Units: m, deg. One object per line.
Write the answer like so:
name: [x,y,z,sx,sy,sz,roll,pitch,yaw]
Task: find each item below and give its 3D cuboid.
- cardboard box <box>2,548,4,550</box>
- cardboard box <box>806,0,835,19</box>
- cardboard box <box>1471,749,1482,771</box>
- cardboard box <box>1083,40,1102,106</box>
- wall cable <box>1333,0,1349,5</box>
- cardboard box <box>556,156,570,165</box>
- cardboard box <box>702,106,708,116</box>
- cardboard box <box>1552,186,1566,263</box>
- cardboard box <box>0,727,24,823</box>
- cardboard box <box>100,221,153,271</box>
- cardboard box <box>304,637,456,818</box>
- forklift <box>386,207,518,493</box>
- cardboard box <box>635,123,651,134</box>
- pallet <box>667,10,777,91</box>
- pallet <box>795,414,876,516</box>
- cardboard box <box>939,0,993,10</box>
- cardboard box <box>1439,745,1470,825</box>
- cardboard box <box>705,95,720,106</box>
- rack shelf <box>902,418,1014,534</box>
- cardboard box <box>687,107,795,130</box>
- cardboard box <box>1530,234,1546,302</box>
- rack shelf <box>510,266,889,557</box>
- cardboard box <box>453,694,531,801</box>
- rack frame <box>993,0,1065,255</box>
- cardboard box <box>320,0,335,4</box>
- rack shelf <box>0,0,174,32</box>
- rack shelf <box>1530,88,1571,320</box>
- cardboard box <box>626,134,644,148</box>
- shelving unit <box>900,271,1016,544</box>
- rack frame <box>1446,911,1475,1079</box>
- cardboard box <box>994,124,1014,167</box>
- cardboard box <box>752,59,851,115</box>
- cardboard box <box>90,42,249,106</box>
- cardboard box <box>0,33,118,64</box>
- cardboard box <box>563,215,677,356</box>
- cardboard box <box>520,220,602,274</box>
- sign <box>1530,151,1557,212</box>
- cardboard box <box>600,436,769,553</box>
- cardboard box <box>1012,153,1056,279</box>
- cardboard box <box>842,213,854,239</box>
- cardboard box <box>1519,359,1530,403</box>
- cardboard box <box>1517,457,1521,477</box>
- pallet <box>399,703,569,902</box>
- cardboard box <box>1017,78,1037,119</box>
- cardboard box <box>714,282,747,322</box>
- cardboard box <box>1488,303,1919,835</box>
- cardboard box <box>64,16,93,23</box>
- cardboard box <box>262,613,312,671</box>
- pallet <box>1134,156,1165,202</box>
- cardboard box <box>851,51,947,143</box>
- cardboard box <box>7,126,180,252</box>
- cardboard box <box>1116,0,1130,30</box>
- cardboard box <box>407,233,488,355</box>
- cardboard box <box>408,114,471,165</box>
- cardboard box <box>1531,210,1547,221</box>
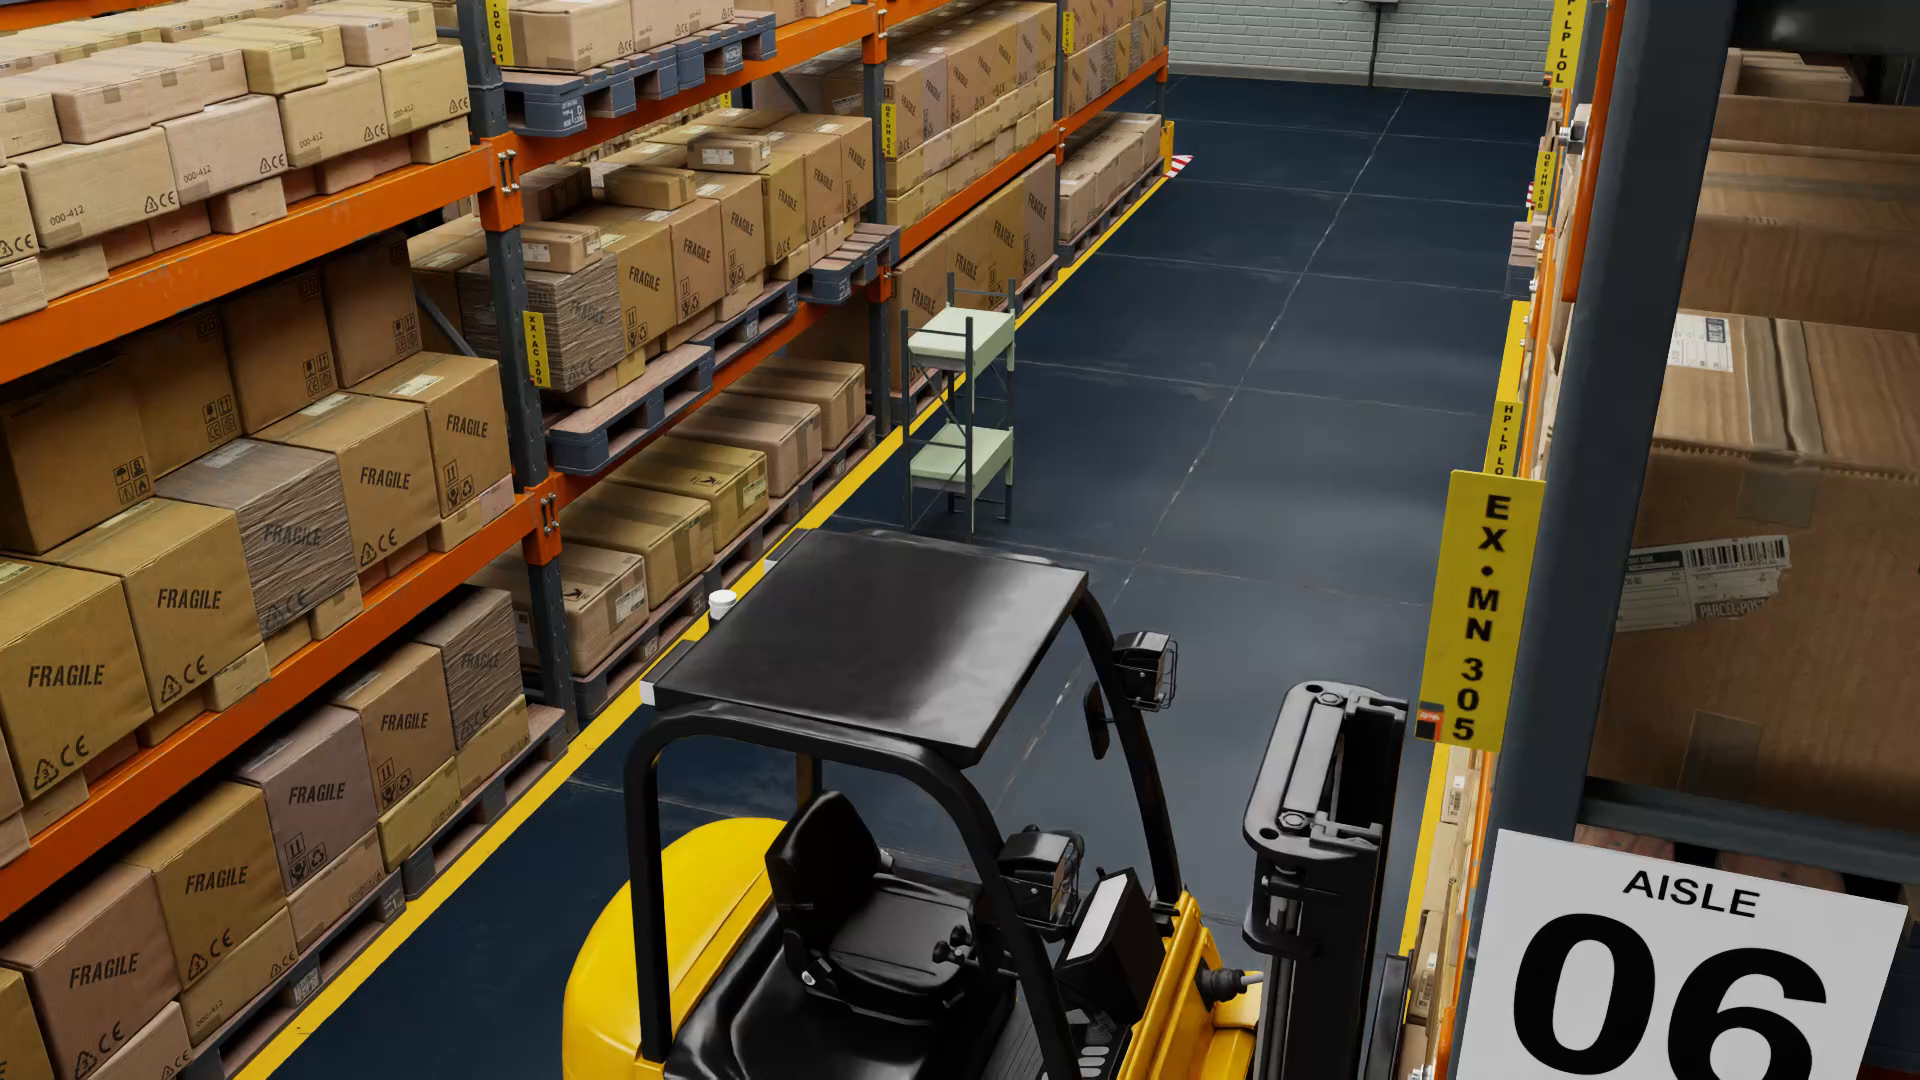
cardboard box: [-3.172,0.103,5.640,0.500,0.500,0.500,9,27,18]
cardboard box: [-0.940,-3.101,9.559,0.380,0.149,0.250,9,27,17]
cardboard box: [1.674,0.759,4.626,0.500,0.500,0.500,8,27,17]
cardboard box: [0.947,-4.177,14.820,0.500,0.500,0.500,9,27,18]
wall cable: [4.900,-7.992,21.648,0.588,1.984,0.122,9,27,17]
cardboard box: [-4.019,-3.733,16.124,0.380,0.149,0.250,10,28,20]
cardboard box: [-3.042,-4.773,18.614,0.380,0.149,0.250,8,27,16]
cardboard box: [1.701,-0.780,4.169,0.380,0.149,0.250,10,27,19]
cardboard box: [-3.032,0.614,4.584,0.500,0.500,0.500,10,27,19]
cardboard box: [-2.711,-0.925,5.065,0.380,0.149,0.250,8,27,17]
cardboard box: [-2.401,0.719,6.636,0.500,0.500,0.500,9,27,18]
forklift: [-3.874,-1.690,9.877,3.031,2.935,1.130,0,26,0]
cardboard box: [-3.475,-4.371,17.443,0.380,0.149,0.250,9,27,18]
pallet: [-1.641,-2.414,8.067,1.213,0.211,1.003,9,27,17]
pallet: [-1.220,-0.551,10.646,1.003,0.211,1.213,9,27,17]
cardboard box: [-0.045,-4.127,13.570,0.500,0.500,0.500,9,27,18]
cardboard box: [1.936,0.987,5.796,0.500,0.250,0.500,8,27,17]
cardboard box: [-2.935,-5.010,18.763,0.380,0.149,0.250,9,27,18]
rack shelf: [-0.002,-0.379,9.560,0.431,0.370,0.720,9,27,17]
cardboard box: [-1.326,-2.344,10.211,0.500,0.500,0.500,8,27,16]
cardboard box: [3.322,-1.423,8.846,0.500,0.250,0.500,9,27,17]
rack shelf: [-1.624,-0.982,9.161,1.077,0.370,4.000,9,27,17]
cardboard box: [-2.233,0.847,7.232,0.500,0.250,0.500,10,28,20]
rack frame: [0.373,-3.771,14.097,1.000,3.000,0.127,9,27,17]
cardboard box: [-7.619,-6.334,19.679,0.380,0.149,0.250,9,27,18]
rack shelf: [-6.325,-3.008,9.904,1.077,0.370,4.000,9,27,17]
rack shelf: [3.058,-1.613,7.024,1.077,0.370,4.000,9,27,17]
cardboard box: [-3.510,-4.127,17.279,0.380,0.149,0.250,9,27,17]
shelving unit: [-0.002,-0.672,9.417,0.431,1.500,0.755,9,27,17]
rack frame: [1.062,1.879,2.428,1.000,3.000,0.127,9,27,17]
cardboard box: [0.105,-3.069,12.819,0.500,0.250,0.500,8,27,16]
cardboard box: [-1.033,-2.873,10.979,0.500,0.500,0.500,8,27,16]
cardboard box: [-2.521,-1.487,5.310,0.380,0.149,0.250,8,27,16]
cardboard box: [-3.005,-1.566,5.473,0.380,0.149,0.250,8,27,16]
cardboard box: [-1.697,-1.208,7.866,0.500,0.500,0.500,9,27,18]
cardboard box: [-1.799,-1.285,7.280,0.380,0.149,0.250,9,27,17]
sign: [3.209,-1.969,9.137,0.100,0.325,0.005,9,27,17]
cardboard box: [-1.651,-0.288,9.435,0.950,0.372,0.625,10,27,19]
cardboard box: [0.242,-2.737,13.918,0.875,0.875,0.875,10,27,19]
cardboard box: [-0.866,-1.914,10.067,0.380,0.149,0.250,9,27,18]
cardboard box: [2.459,-0.604,6.696,0.380,0.149,0.250,8,27,16]
cardboard box: [2.007,-0.148,5.413,0.380,0.149,0.250,9,27,18]
pallet: [-2.479,1.053,7.334,1.003,0.211,1.213,9,27,17]
cardboard box: [0.296,-3.506,13.147,0.500,0.250,0.500,9,27,19]
cardboard box: [-1.347,-1.272,8.742,0.380,0.149,0.250,10,28,19]
cardboard box: [0.979,0.032,2.088,0.500,0.500,0.500,10,27,19]
cardboard box: [-8.870,-5.021,16.564,0.500,0.500,0.500,9,27,18]
cardboard box: [-2.557,0.325,5.926,0.380,0.149,0.250,8,27,17]
pallet: [1.512,-3.820,17.397,1.003,0.211,1.213,9,27,17]
cardboard box: [-0.408,-2.995,11.231,0.500,0.500,0.500,9,27,18]
cardboard box: [-2.688,-1.053,4.872,0.500,0.250,0.500,9,27,19]
cardboard box: [1.285,-5.049,15.474,0.500,0.500,0.500,9,27,17]
cardboard box: [-2.352,-1.074,7.589,0.500,0.500,0.500,8,27,16]
cardboard box: [-2.106,-1.546,6.348,0.380,0.149,0.250,9,27,18]
cardboard box: [3.770,-2.011,10.152,0.500,0.250,0.500,7,27,15]
